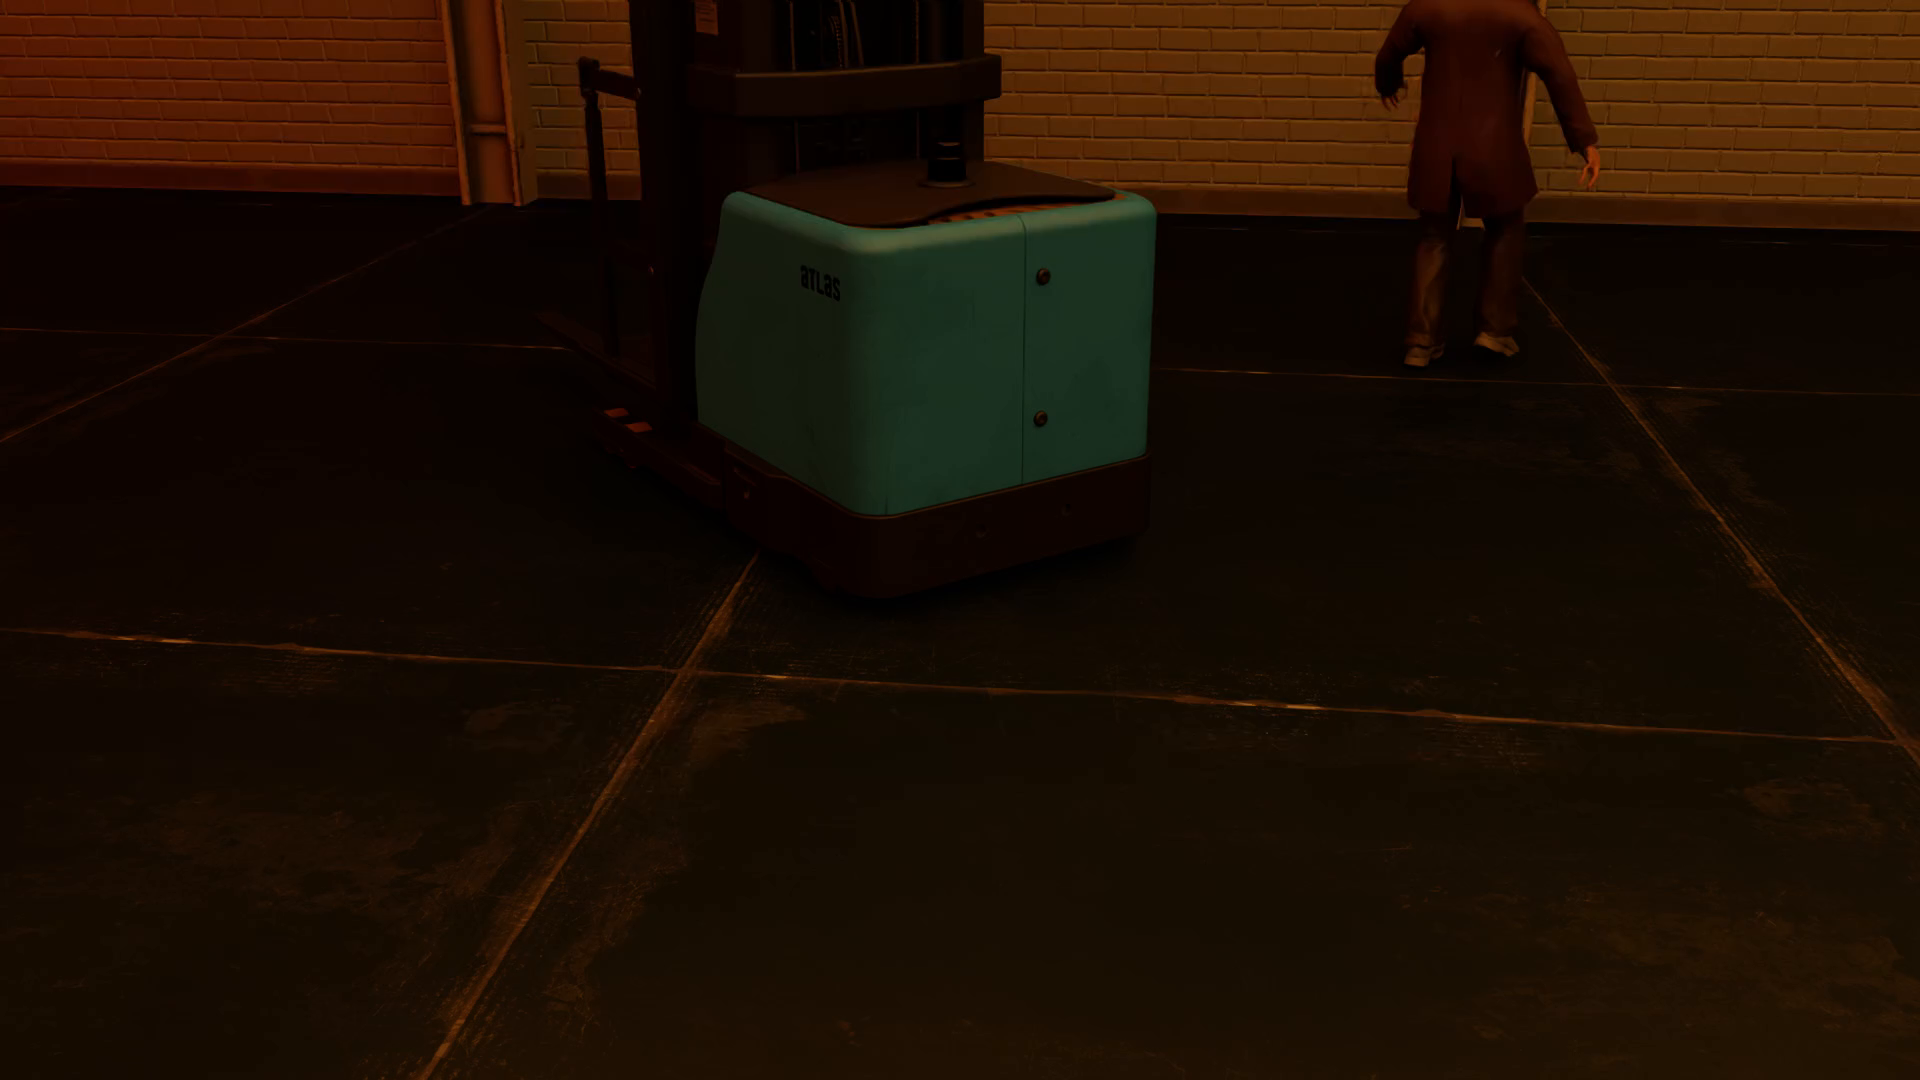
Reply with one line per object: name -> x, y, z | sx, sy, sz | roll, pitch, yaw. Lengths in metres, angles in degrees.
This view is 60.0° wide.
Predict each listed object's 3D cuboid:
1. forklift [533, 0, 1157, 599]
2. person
forklift -> -0.658, -1.693, 5.459 | 1.130, 2.935, 3.031 | -14, 26, -31
person -> 2.123, -1.576, 6.824 | 1.025, 1.808, 0.640 | 15, 26, 33
